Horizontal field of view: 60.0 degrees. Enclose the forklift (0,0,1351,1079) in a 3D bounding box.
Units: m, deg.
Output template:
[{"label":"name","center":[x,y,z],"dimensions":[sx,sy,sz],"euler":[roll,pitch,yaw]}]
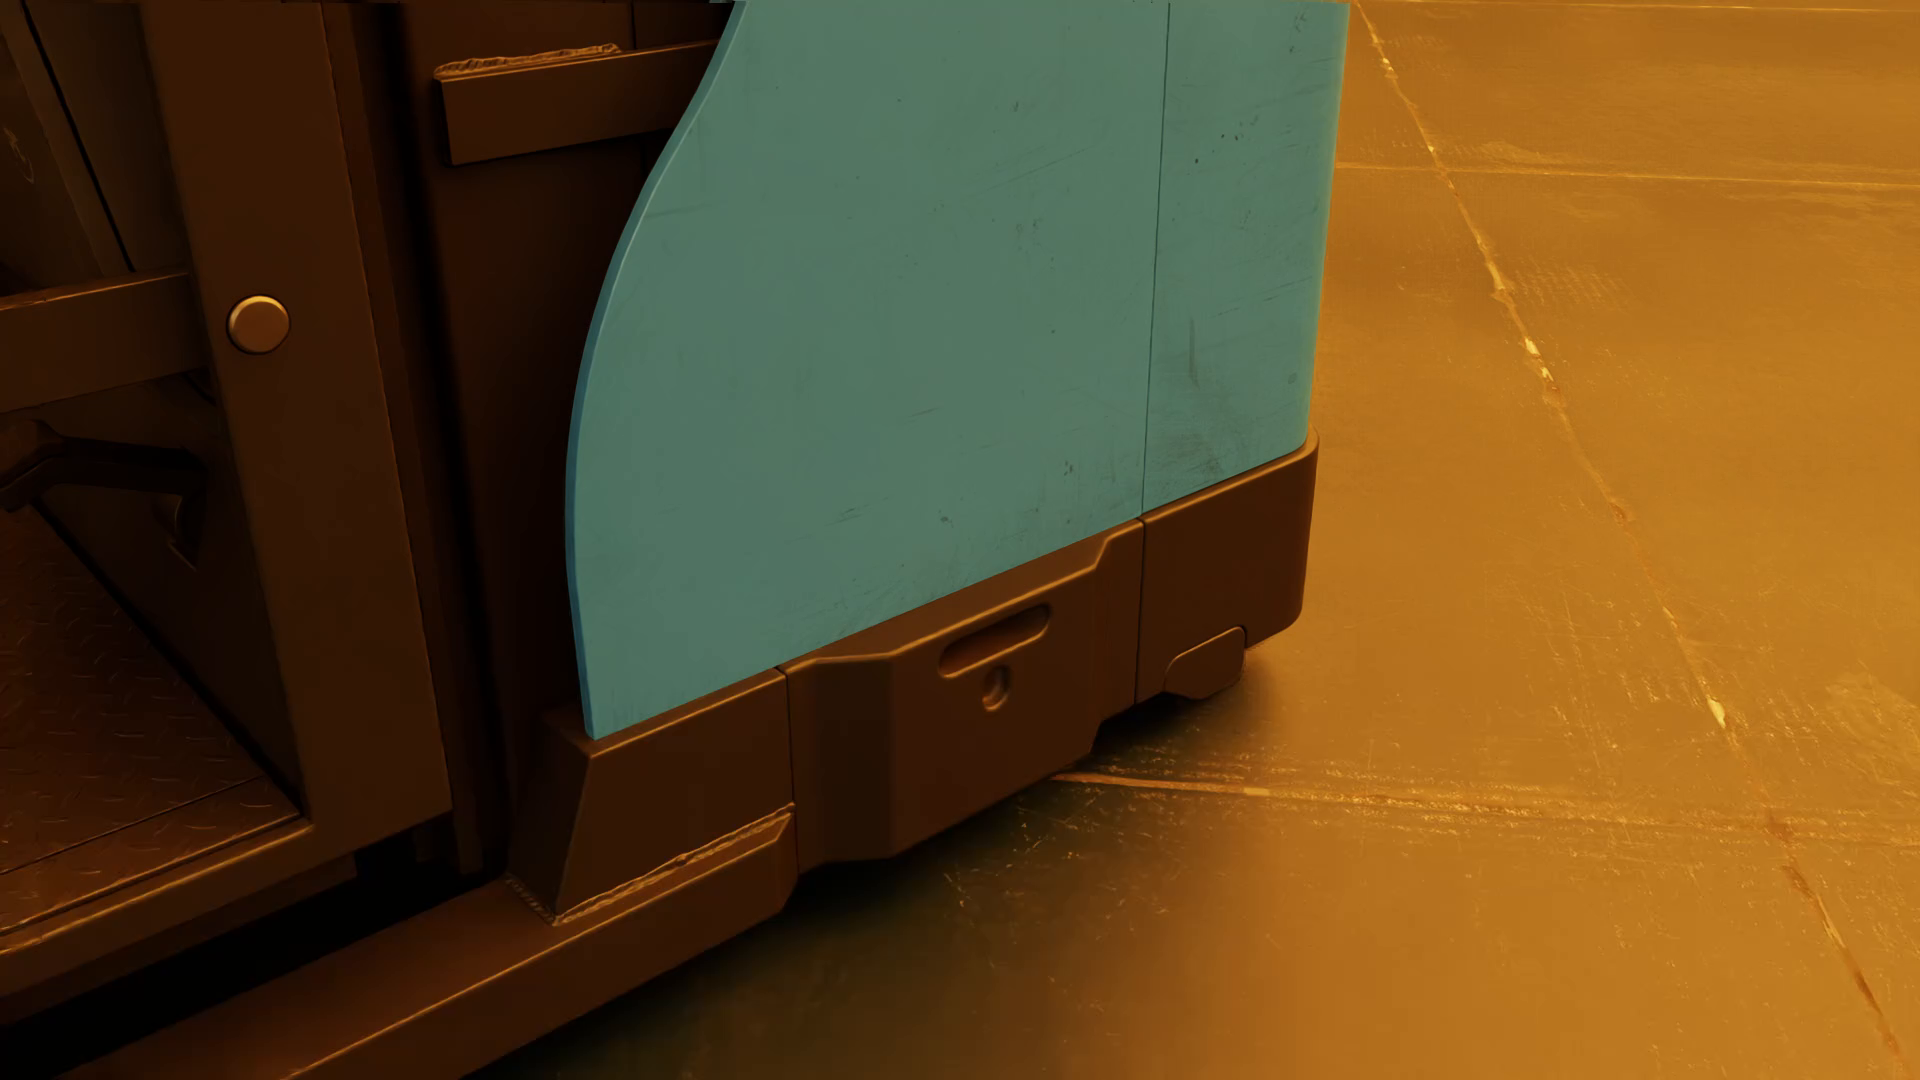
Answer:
[{"label":"forklift","center":[-0.996,-0.896,1.013],"dimensions":[3.031,2.935,1.130],"euler":[-21,33,-36]}]
